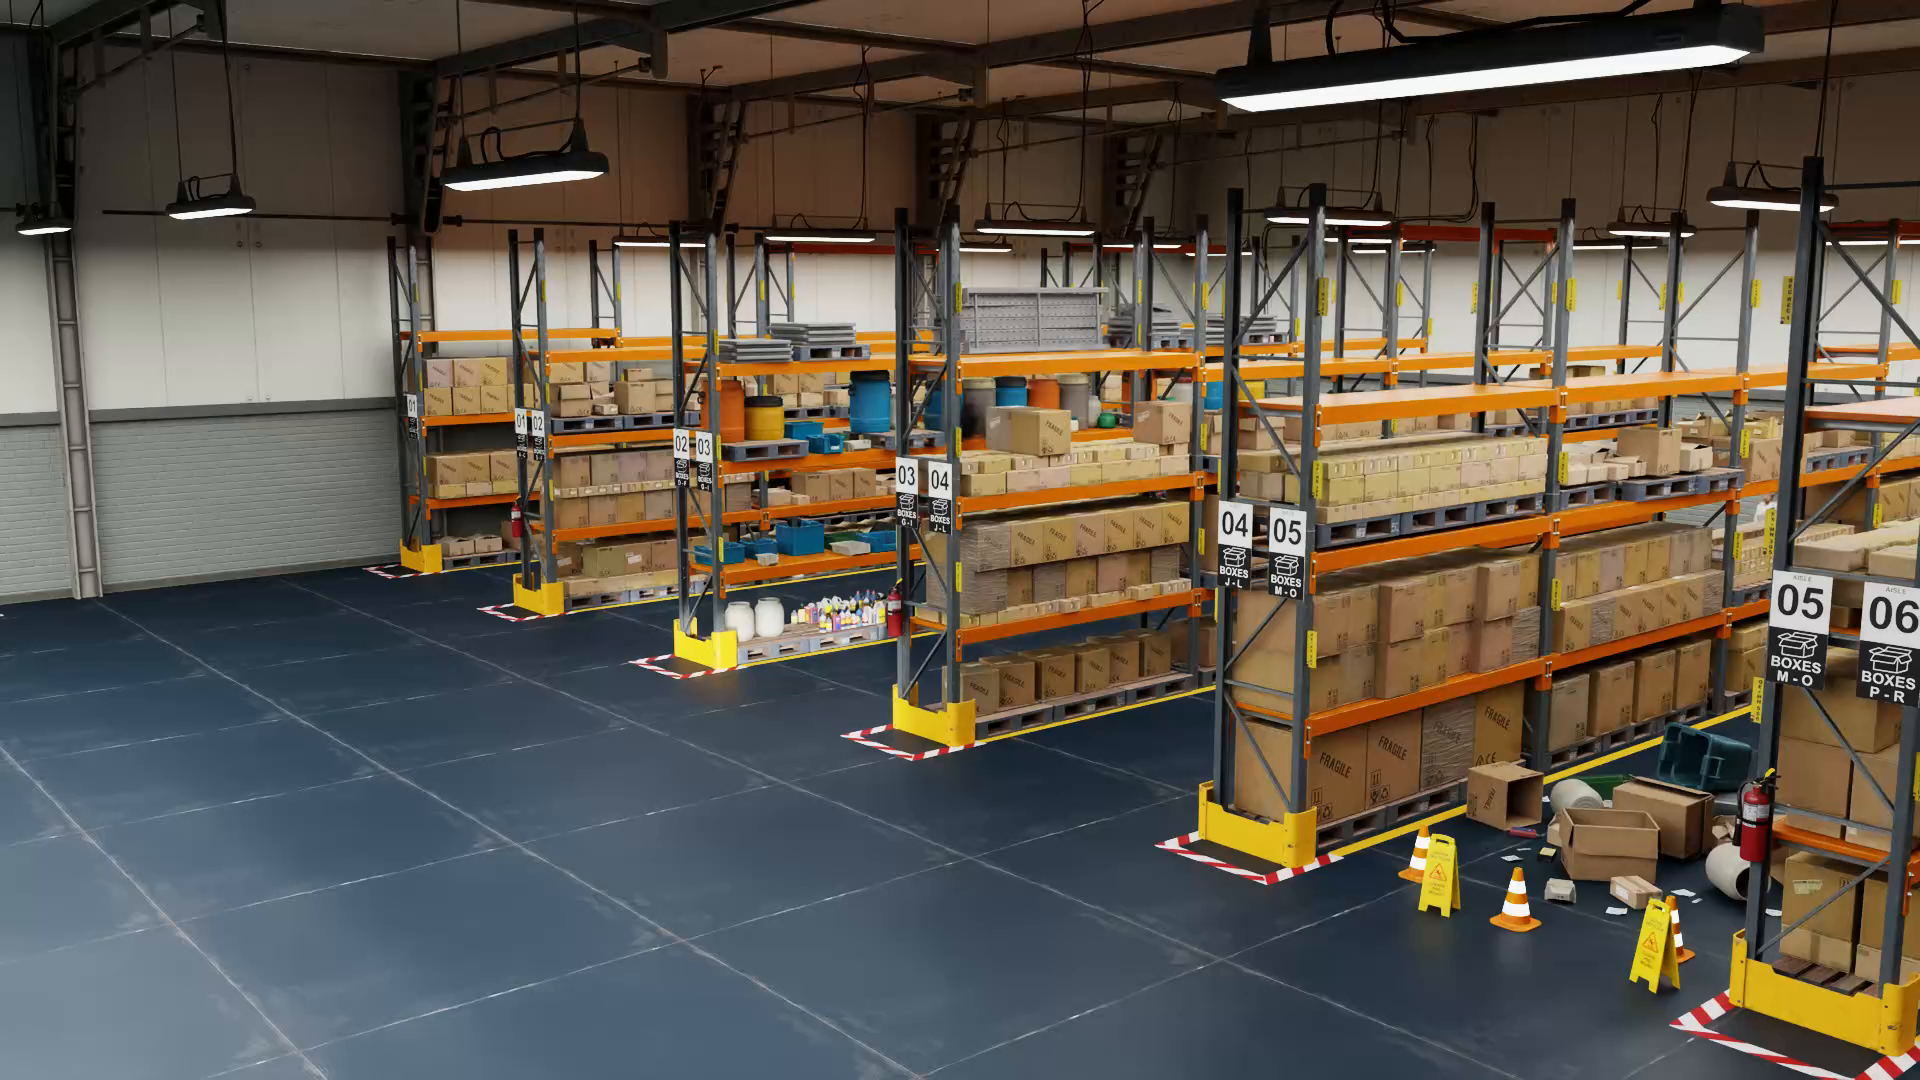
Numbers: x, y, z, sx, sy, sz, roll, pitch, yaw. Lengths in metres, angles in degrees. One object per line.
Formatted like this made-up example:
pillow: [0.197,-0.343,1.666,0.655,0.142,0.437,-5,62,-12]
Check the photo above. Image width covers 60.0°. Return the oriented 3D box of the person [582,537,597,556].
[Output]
person: [-6.435,-0.105,29.183,0.613,1.639,0.640,6,11,33]

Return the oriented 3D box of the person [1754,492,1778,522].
person: [14.005,-0.073,28.769,0.777,1.722,0.630,-7,11,-39]
